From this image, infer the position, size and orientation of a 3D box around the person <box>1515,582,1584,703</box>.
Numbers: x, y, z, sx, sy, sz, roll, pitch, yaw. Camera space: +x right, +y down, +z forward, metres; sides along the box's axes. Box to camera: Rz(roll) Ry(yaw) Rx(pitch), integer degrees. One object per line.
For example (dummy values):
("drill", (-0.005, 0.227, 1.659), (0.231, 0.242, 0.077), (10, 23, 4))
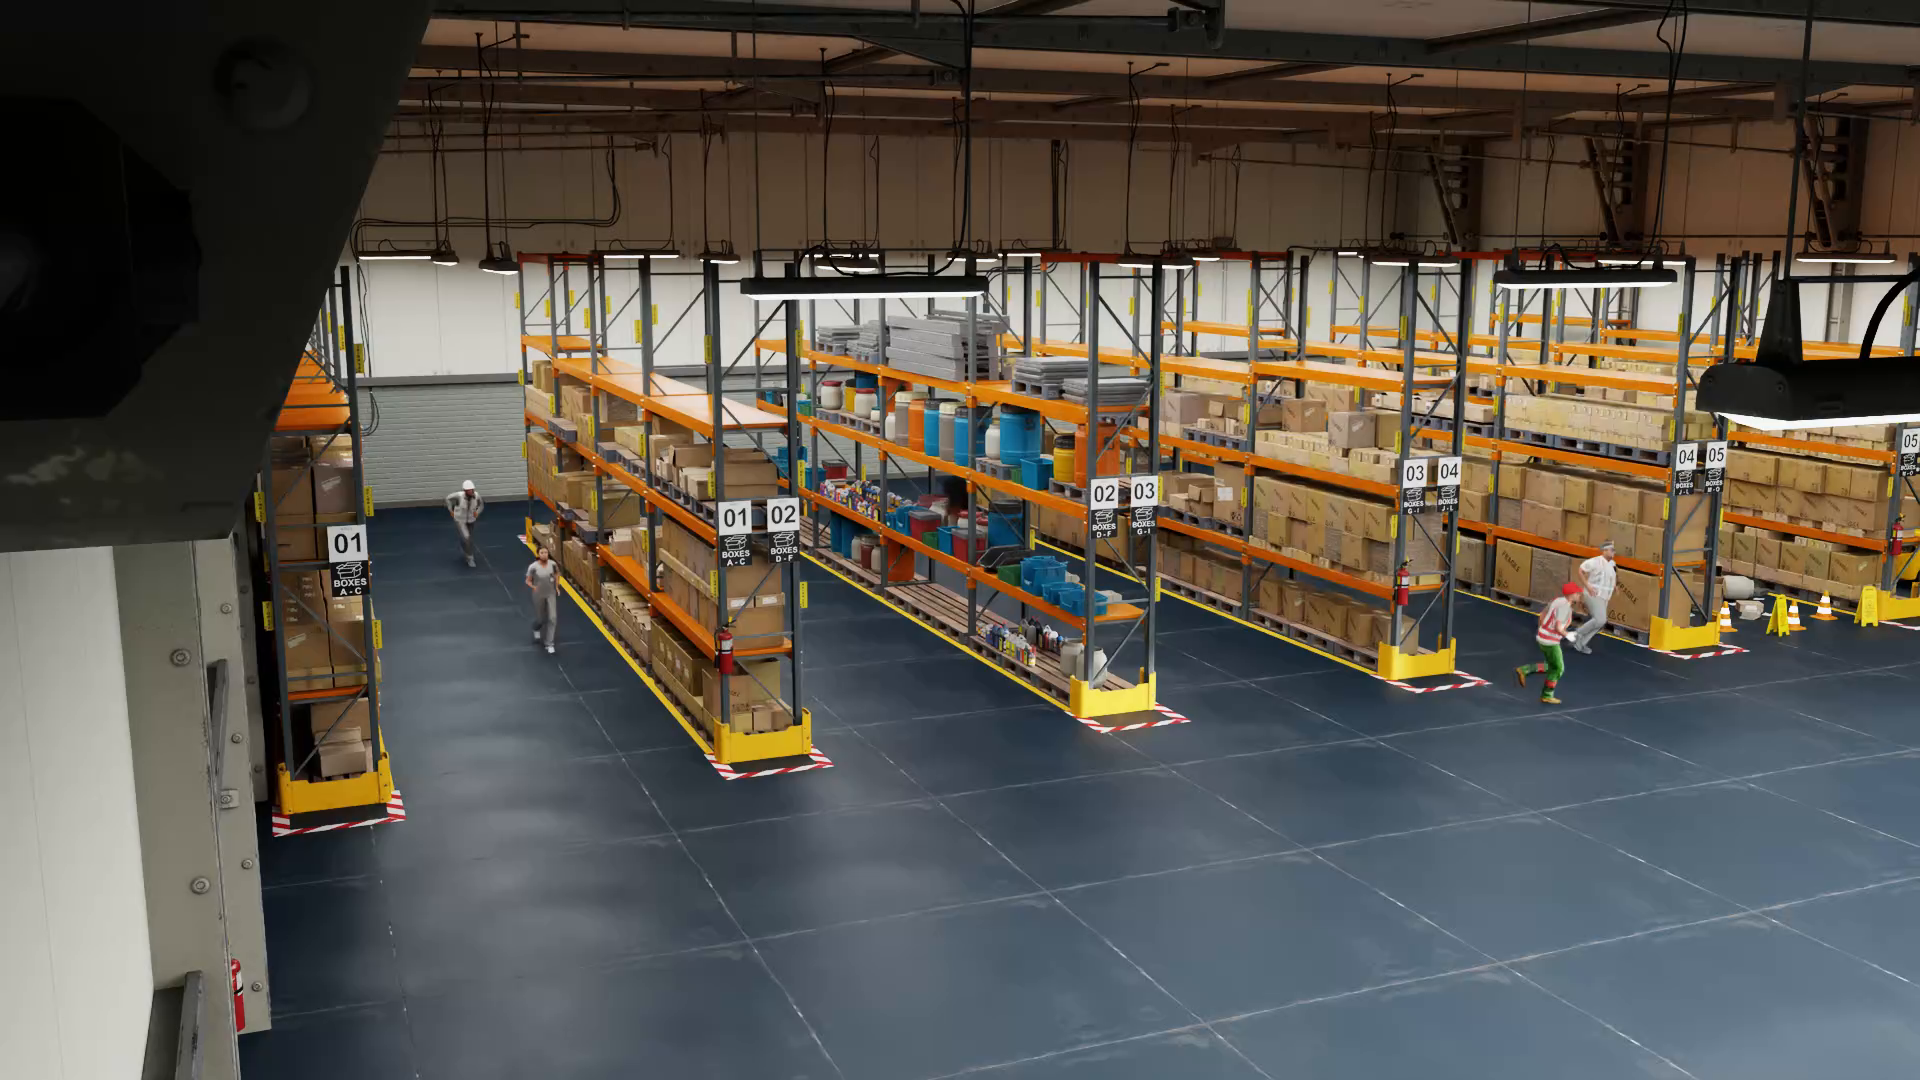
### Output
("person", (8.033, 1.408, 22.706), (0.816, 1.712, 0.654), (3, 11, 15))

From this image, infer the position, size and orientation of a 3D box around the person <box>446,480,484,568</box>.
("person", (-9.640, -0.345, 32.383), (0.699, 1.733, 1.044), (-6, 12, -30))

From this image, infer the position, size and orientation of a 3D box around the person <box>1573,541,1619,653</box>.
("person", (9.836, 0.867, 25.544), (0.710, 1.739, 0.550), (-8, 13, -37))

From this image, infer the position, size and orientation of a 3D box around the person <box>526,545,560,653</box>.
("person", (-6.440, 0.871, 25.710), (0.553, 1.647, 0.875), (-5, 12, -27))
